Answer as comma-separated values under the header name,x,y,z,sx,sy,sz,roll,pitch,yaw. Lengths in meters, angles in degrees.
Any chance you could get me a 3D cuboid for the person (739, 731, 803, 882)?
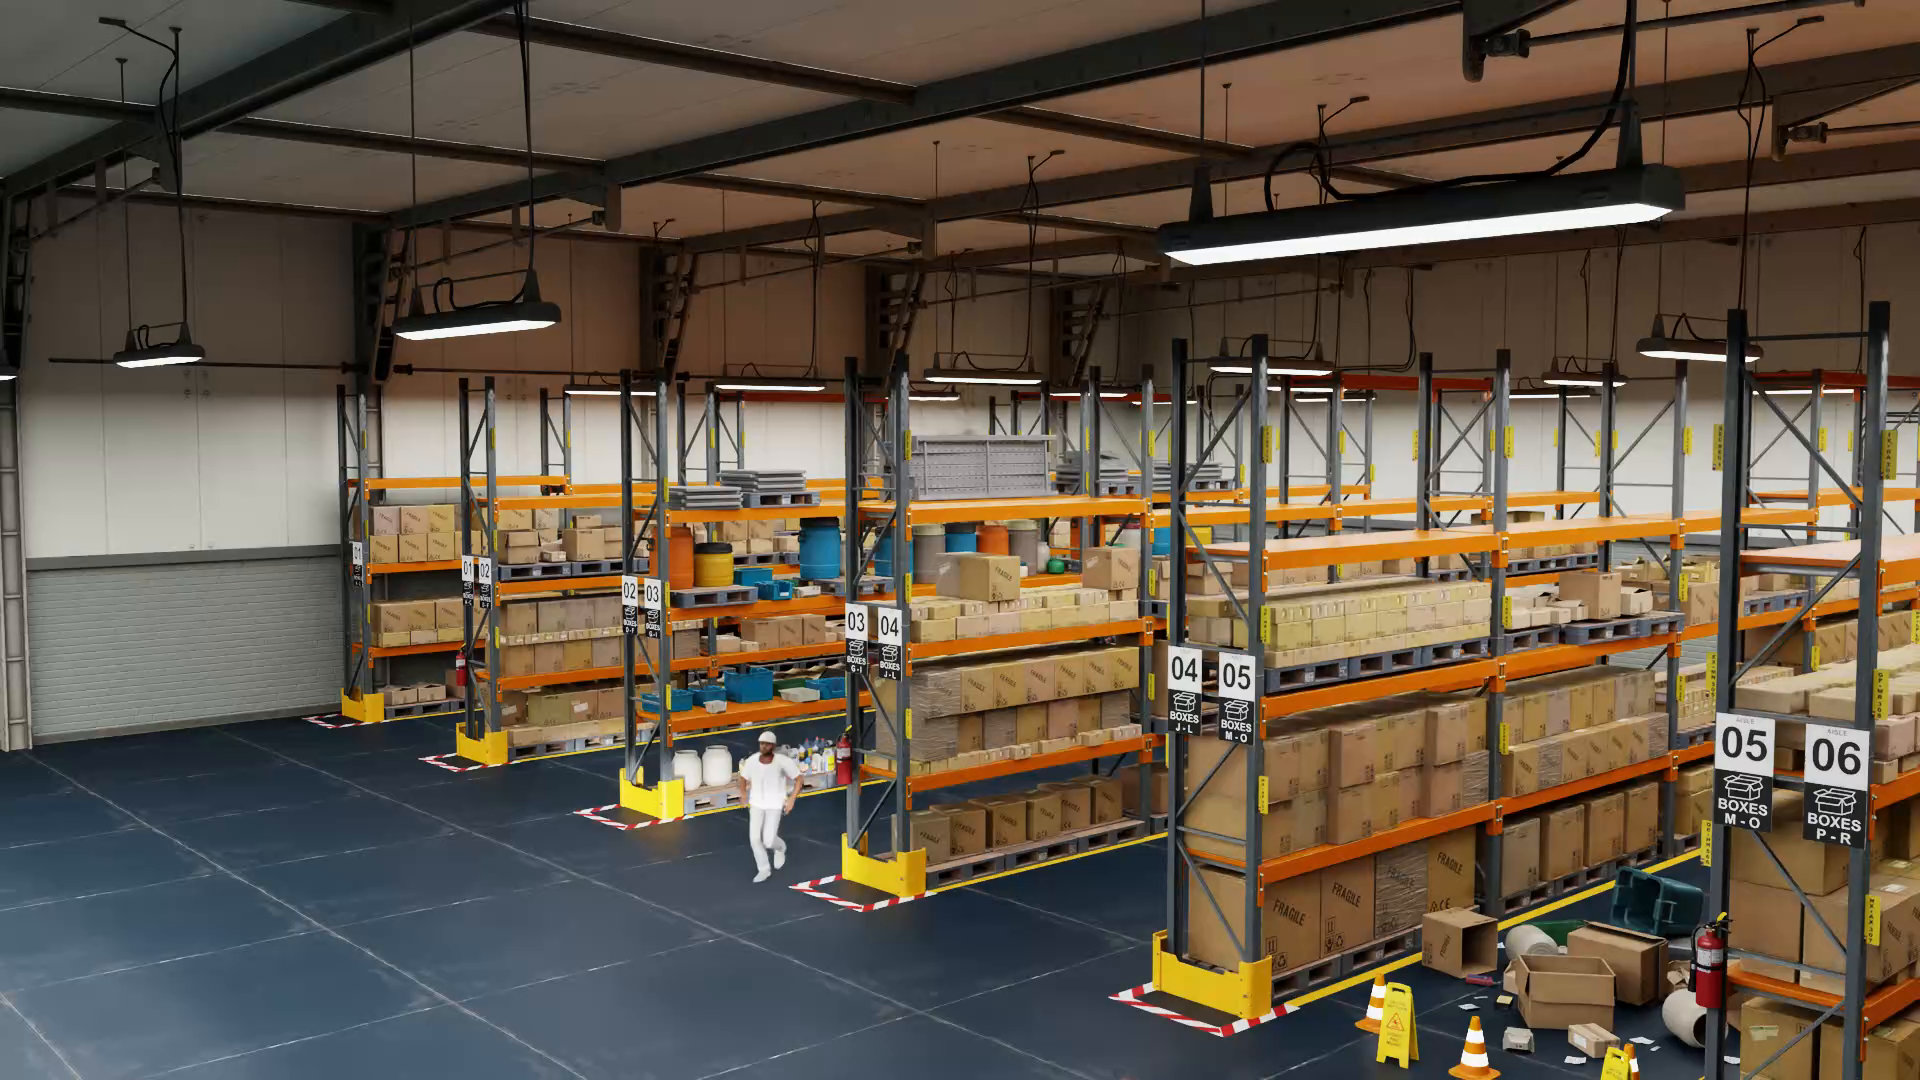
name,x,y,z,sx,sy,sz,roll,pitch,yaw
person,-2.200,3.057,19.181,0.752,1.732,0.617,1,4,14
